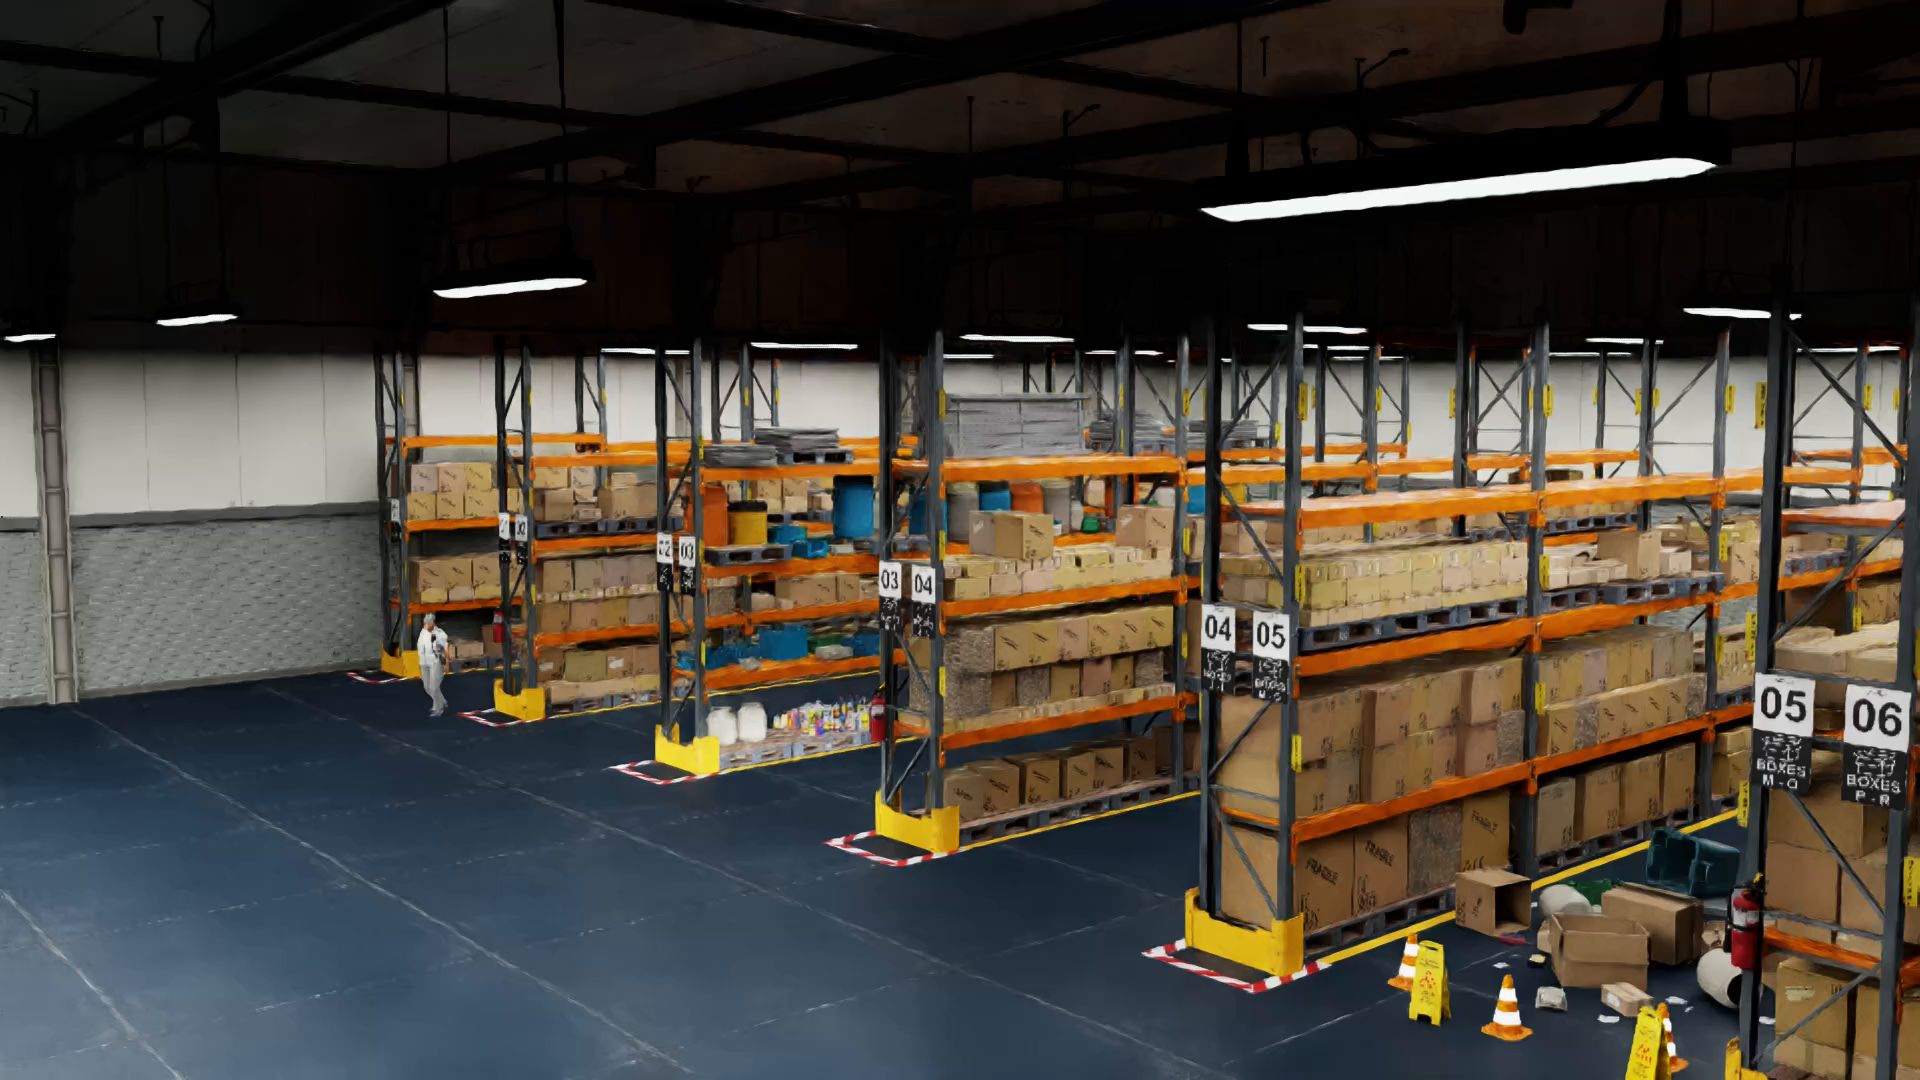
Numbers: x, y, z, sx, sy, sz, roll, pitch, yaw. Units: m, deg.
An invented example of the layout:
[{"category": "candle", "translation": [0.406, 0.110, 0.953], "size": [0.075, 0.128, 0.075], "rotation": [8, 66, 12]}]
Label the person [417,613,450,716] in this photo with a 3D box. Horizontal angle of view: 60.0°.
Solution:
[{"category": "person", "translation": [-8.335, 1.956, 26.436], "size": [0.581, 1.636, 0.636], "rotation": [2, 6, 20]}]
